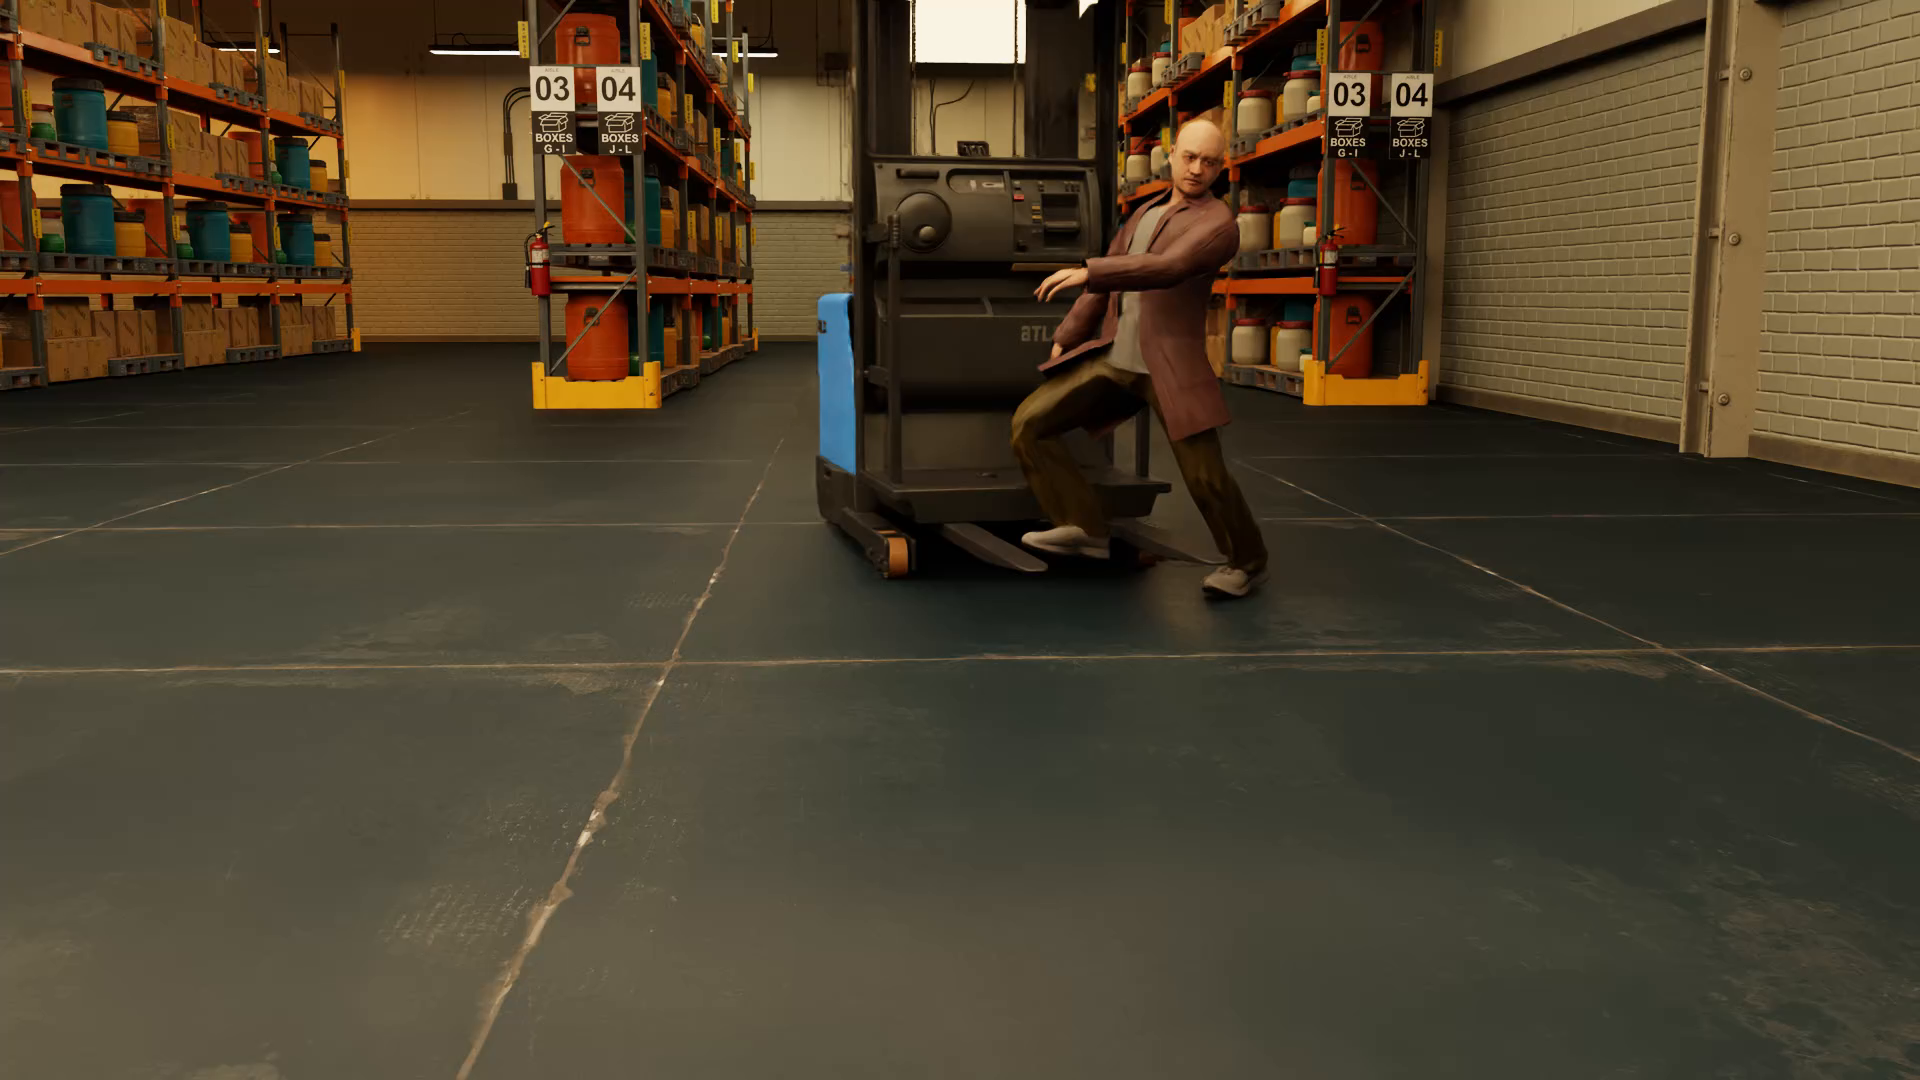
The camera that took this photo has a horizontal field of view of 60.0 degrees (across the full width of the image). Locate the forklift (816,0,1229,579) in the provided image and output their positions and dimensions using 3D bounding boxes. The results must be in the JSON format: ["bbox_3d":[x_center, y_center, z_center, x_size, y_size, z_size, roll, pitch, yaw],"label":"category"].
[{"bbox_3d":[0.169,-1.361,6.500,1.130,2.935,3.031,-2,9,-14],"label":"forklift"}]

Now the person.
[{"bbox_3d":[0.592,-0.621,5.826,0.798,1.650,0.927,8,12,44],"label":"person"}]
